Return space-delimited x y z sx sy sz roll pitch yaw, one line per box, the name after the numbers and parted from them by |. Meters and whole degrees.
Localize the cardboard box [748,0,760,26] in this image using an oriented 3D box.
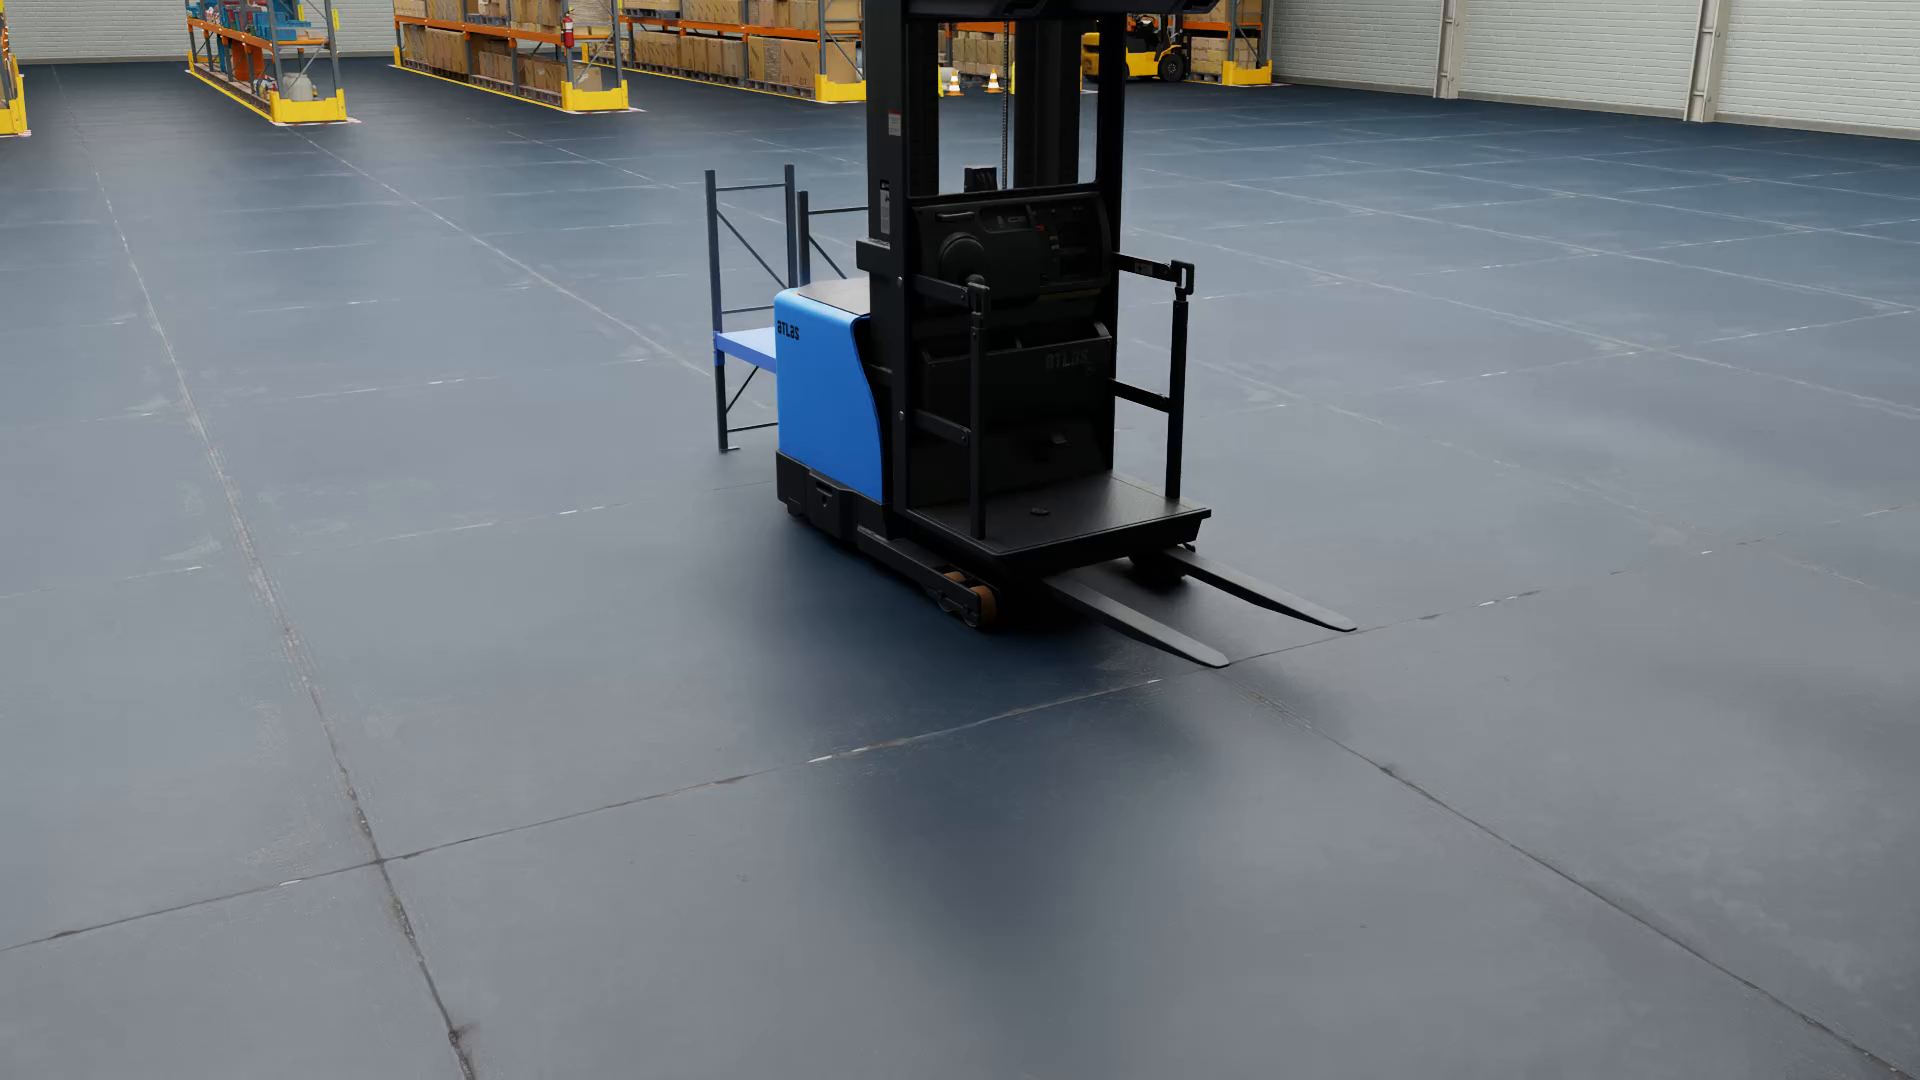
-3.980 -11.200 35.260 0.875 0.550 0.550 -10 21 -27 | cardboard box

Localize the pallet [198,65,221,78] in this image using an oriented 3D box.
-17.703 -11.261 39.941 1.003 0.211 1.213 -10 21 -27 | pallet

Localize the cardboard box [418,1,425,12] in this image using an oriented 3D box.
-12.818 -12.946 40.325 0.500 0.250 0.500 -10 22 -28 | cardboard box

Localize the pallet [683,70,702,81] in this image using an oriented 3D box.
-5.757 -10.825 38.679 1.003 0.211 1.213 -10 21 -27 | pallet

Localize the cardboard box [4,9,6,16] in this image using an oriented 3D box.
-22.545 -12.366 38.716 0.500 0.500 0.500 -9 21 -25 | cardboard box

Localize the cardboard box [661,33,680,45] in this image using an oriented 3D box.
-6.870 -12.052 39.997 0.500 0.250 0.500 -10 21 -26 | cardboard box

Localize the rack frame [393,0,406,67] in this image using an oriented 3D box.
-14.277 -13.939 43.427 1.000 3.000 0.127 -10 21 -27 | rack frame

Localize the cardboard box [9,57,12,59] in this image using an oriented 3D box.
-19.650 -9.604 34.023 0.500 0.500 0.500 -10 22 -27 | cardboard box

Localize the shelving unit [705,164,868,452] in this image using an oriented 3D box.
-0.819 -1.097 8.512 0.538 1.500 1.048 -12 22 -31 | shelving unit

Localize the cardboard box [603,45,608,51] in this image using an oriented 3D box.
-9.331 -13.183 44.509 0.380 0.149 0.250 -11 22 -29 | cardboard box

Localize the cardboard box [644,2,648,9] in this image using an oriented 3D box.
-7.441 -12.978 40.385 0.380 0.149 0.250 -11 22 -29 | cardboard box

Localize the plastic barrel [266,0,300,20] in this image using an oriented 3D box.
-12.854 -10.121 31.596 0.600 0.901 0.708 -10 21 -27 | plastic barrel

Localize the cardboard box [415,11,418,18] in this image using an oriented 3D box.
-13.177 -12.930 40.888 0.380 0.149 0.250 -10 21 -26 | cardboard box

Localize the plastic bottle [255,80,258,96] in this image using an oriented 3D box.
-12.994 -8.399 30.874 0.152 0.276 0.135 -9 21 -25 | plastic bottle

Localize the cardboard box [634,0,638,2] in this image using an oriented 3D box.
-7.810 -13.343 40.986 0.380 0.149 0.250 -11 22 -29 | cardboard box

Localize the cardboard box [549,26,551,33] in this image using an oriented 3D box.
-7.466 -9.565 31.136 0.380 0.149 0.250 -10 21 -27 | cardboard box

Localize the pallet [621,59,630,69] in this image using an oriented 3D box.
-8.314 -12.399 43.239 1.003 0.211 1.213 -10 21 -27 | pallet

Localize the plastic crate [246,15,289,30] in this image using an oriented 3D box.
-12.801 -9.527 30.738 0.767 0.338 0.504 -10 21 -27 | plastic crate

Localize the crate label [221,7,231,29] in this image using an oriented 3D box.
-14.603 -10.564 33.594 0.502 0.435 0.616 -10 21 -27 | crate label

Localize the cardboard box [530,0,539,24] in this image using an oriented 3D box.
-7.686 -10.116 31.740 0.875 0.500 0.500 -10 21 -27 | cardboard box

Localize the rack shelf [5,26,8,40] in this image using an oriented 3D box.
-20.148 -10.343 34.109 1.077 0.370 4.000 -10 21 -27 | rack shelf

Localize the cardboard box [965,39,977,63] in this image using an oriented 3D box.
0.450 -10.919 37.098 0.500 0.500 0.500 -9 21 -24 | cardboard box

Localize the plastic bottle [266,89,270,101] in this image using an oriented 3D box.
-12.296 -7.923 29.609 0.097 0.201 0.097 0 19 0 | plastic bottle

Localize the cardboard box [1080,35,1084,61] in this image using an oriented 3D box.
3.531 -12.462 42.145 0.875 0.625 0.625 -11 22 -29 | cardboard box

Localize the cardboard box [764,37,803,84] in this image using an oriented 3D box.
-3.497 -9.978 34.561 0.875 0.875 0.875 -10 21 -26 | cardboard box

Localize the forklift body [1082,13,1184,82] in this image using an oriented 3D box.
3.903 -11.511 37.693 2.313 2.155 1.214 -10 21 -27 | forklift body

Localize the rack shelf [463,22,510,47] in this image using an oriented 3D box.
-9.528 -10.728 35.225 1.077 0.370 4.000 -10 21 -27 | rack shelf

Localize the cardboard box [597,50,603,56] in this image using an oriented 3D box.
-9.552 -13.106 44.740 0.380 0.149 0.250 -10 21 -26 | cardboard box

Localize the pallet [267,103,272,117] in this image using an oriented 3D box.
-11.497 -7.509 29.068 1.003 0.211 1.213 -10 21 -27 | pallet

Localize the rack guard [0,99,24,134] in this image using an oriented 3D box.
-15.388 -6.624 26.060 1.175 0.500 0.348 -10 21 -27 | rack guard

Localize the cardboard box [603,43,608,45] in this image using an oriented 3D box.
-9.272 -13.232 44.194 0.380 0.149 0.250 -10 21 -26 | cardboard box

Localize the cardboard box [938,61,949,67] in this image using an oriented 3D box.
-0.546 -10.330 36.797 0.500 0.500 0.500 4 19 11 | cardboard box

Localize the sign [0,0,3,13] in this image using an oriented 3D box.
-14.908 -8.343 25.762 0.100 0.325 0.005 -10 21 -27 | sign

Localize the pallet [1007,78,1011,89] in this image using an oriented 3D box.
1.651 -9.823 35.774 1.003 0.211 1.213 -10 21 -27 | pallet

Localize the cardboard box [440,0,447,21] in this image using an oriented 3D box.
-11.652 -12.231 38.326 0.500 0.500 0.500 -10 21 -26 | cardboard box

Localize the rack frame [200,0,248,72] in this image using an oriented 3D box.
-16.736 -12.023 37.876 1.000 3.000 0.127 -10 21 -27 | rack frame

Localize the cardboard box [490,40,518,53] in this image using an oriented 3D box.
-9.873 -10.684 36.004 0.500 0.250 0.500 -7 20 -21 | cardboard box

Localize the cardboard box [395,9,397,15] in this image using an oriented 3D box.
-14.399 -13.667 43.024 0.380 0.149 0.250 -10 21 -26 | cardboard box

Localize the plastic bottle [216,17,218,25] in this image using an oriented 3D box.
-15.784 -11.073 35.427 0.097 0.201 0.097 0 19 0 | plastic bottle

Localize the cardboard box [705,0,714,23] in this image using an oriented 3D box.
-5.372 -11.824 37.146 0.500 0.500 0.500 -10 22 -27 | cardboard box

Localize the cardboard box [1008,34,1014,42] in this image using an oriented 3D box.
1.199 -10.725 35.541 0.380 0.149 0.250 -9 21 -25 | cardboard box

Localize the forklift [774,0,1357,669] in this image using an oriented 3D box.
0.341 -1.213 6.652 1.130 2.935 3.031 -12 22 -31 | forklift

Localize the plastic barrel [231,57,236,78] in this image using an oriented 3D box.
-15.431 -10.183 35.714 0.421 0.512 0.421 0 19 0 | plastic barrel

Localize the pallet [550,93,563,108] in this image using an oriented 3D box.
-7.070 -8.288 31.326 1.003 0.211 1.213 -10 21 -27 | pallet

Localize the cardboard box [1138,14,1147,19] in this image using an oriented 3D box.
4.490 -12.678 39.621 0.500 0.500 0.500 -11 22 -28 | cardboard box

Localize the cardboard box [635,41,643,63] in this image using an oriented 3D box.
-7.847 -12.293 41.847 0.500 0.500 0.500 -9 21 -25 | cardboard box

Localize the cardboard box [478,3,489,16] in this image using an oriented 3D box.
-9.885 -11.253 35.230 0.500 0.250 0.500 -11 22 -28 | cardboard box

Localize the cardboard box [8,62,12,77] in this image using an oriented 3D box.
-18.480 -9.012 31.862 0.500 0.311 0.500 -10 22 -27 | cardboard box
